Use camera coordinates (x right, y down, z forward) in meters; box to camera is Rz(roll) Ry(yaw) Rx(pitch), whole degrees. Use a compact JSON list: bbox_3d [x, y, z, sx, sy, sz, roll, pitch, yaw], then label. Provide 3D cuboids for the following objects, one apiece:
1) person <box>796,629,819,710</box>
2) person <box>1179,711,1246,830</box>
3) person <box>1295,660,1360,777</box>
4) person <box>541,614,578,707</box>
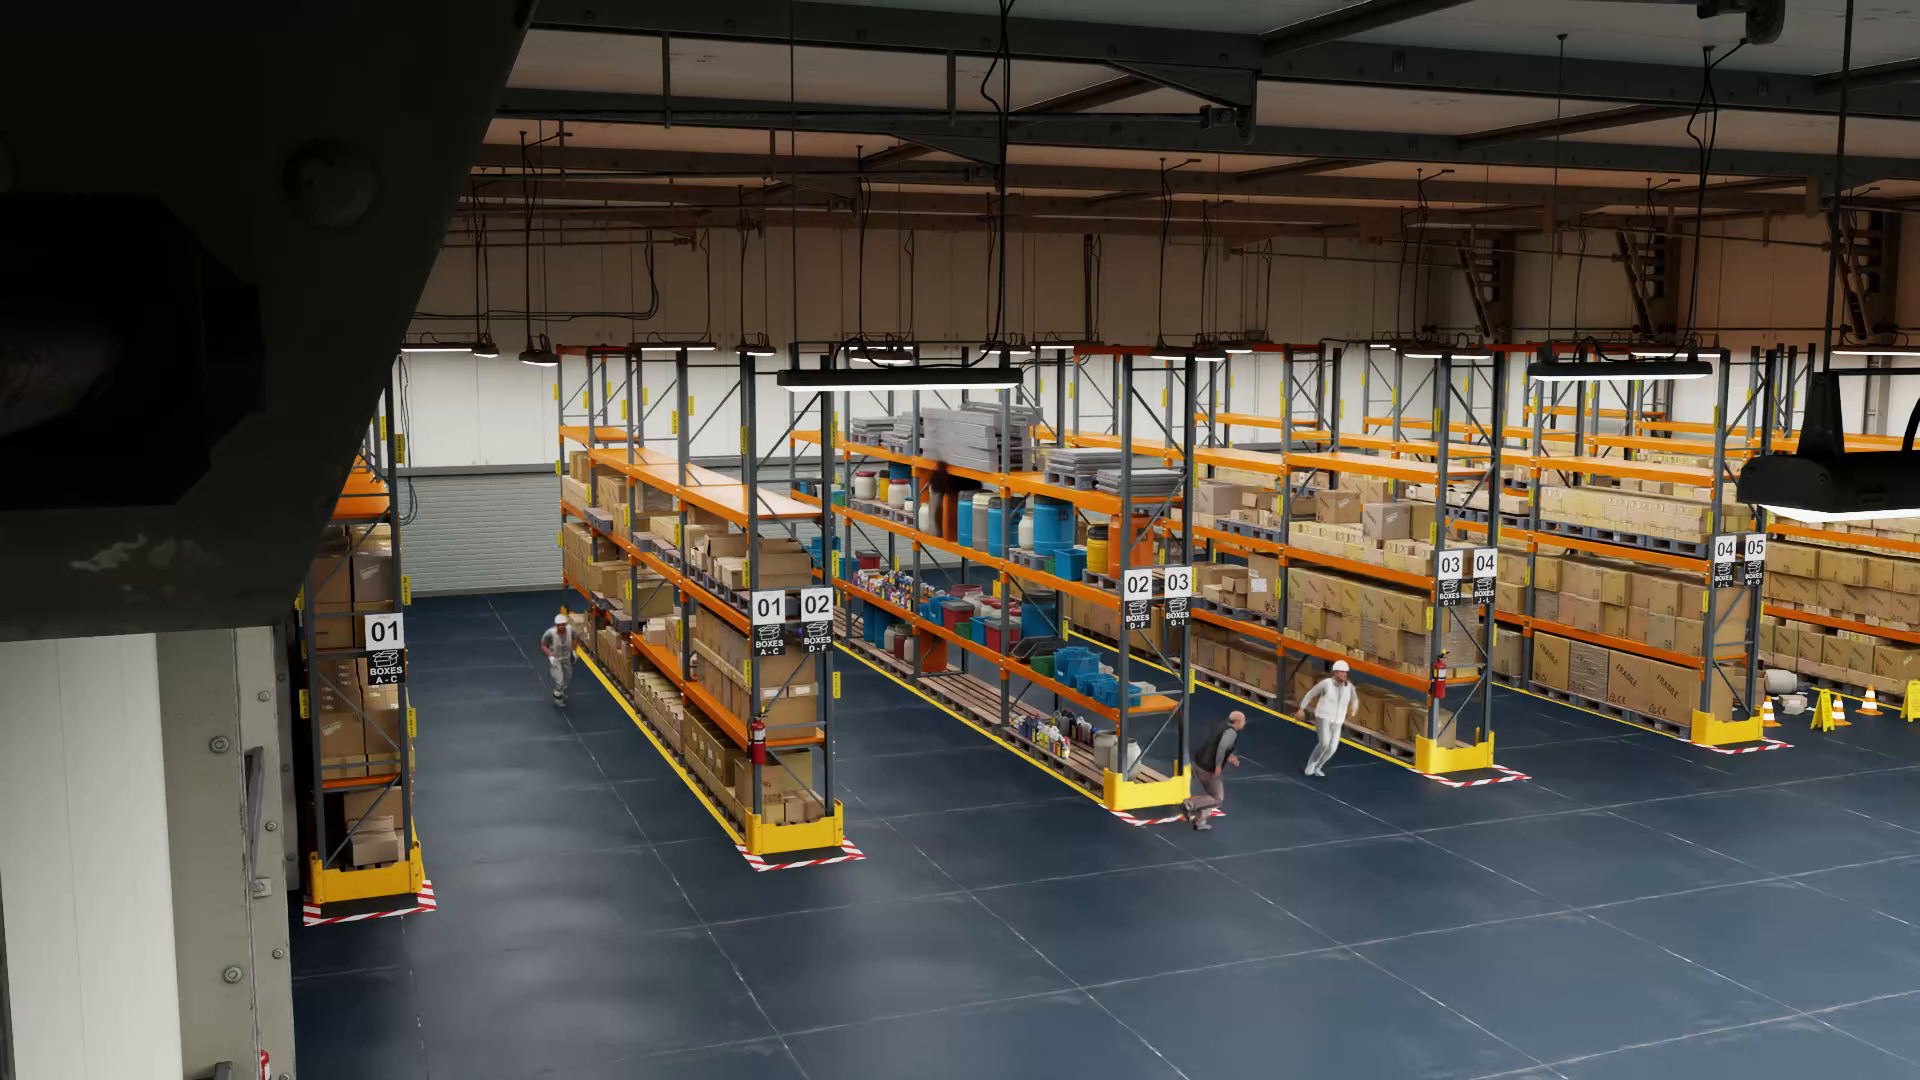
[{"bbox_3d":[-2.650,2.015,28.027,0.599,1.619,0.960,-6,10,-41],"label":"person"},{"bbox_3d":[3.189,2.929,20.973,0.865,1.536,0.675,-1,7,-12],"label":"person"},{"bbox_3d":[5.264,2.536,23.484,0.841,1.674,0.638,-3,8,-20],"label":"person"},{"bbox_3d":[-6.709,1.995,27.843,0.681,1.629,0.930,-6,10,-41],"label":"person"}]
